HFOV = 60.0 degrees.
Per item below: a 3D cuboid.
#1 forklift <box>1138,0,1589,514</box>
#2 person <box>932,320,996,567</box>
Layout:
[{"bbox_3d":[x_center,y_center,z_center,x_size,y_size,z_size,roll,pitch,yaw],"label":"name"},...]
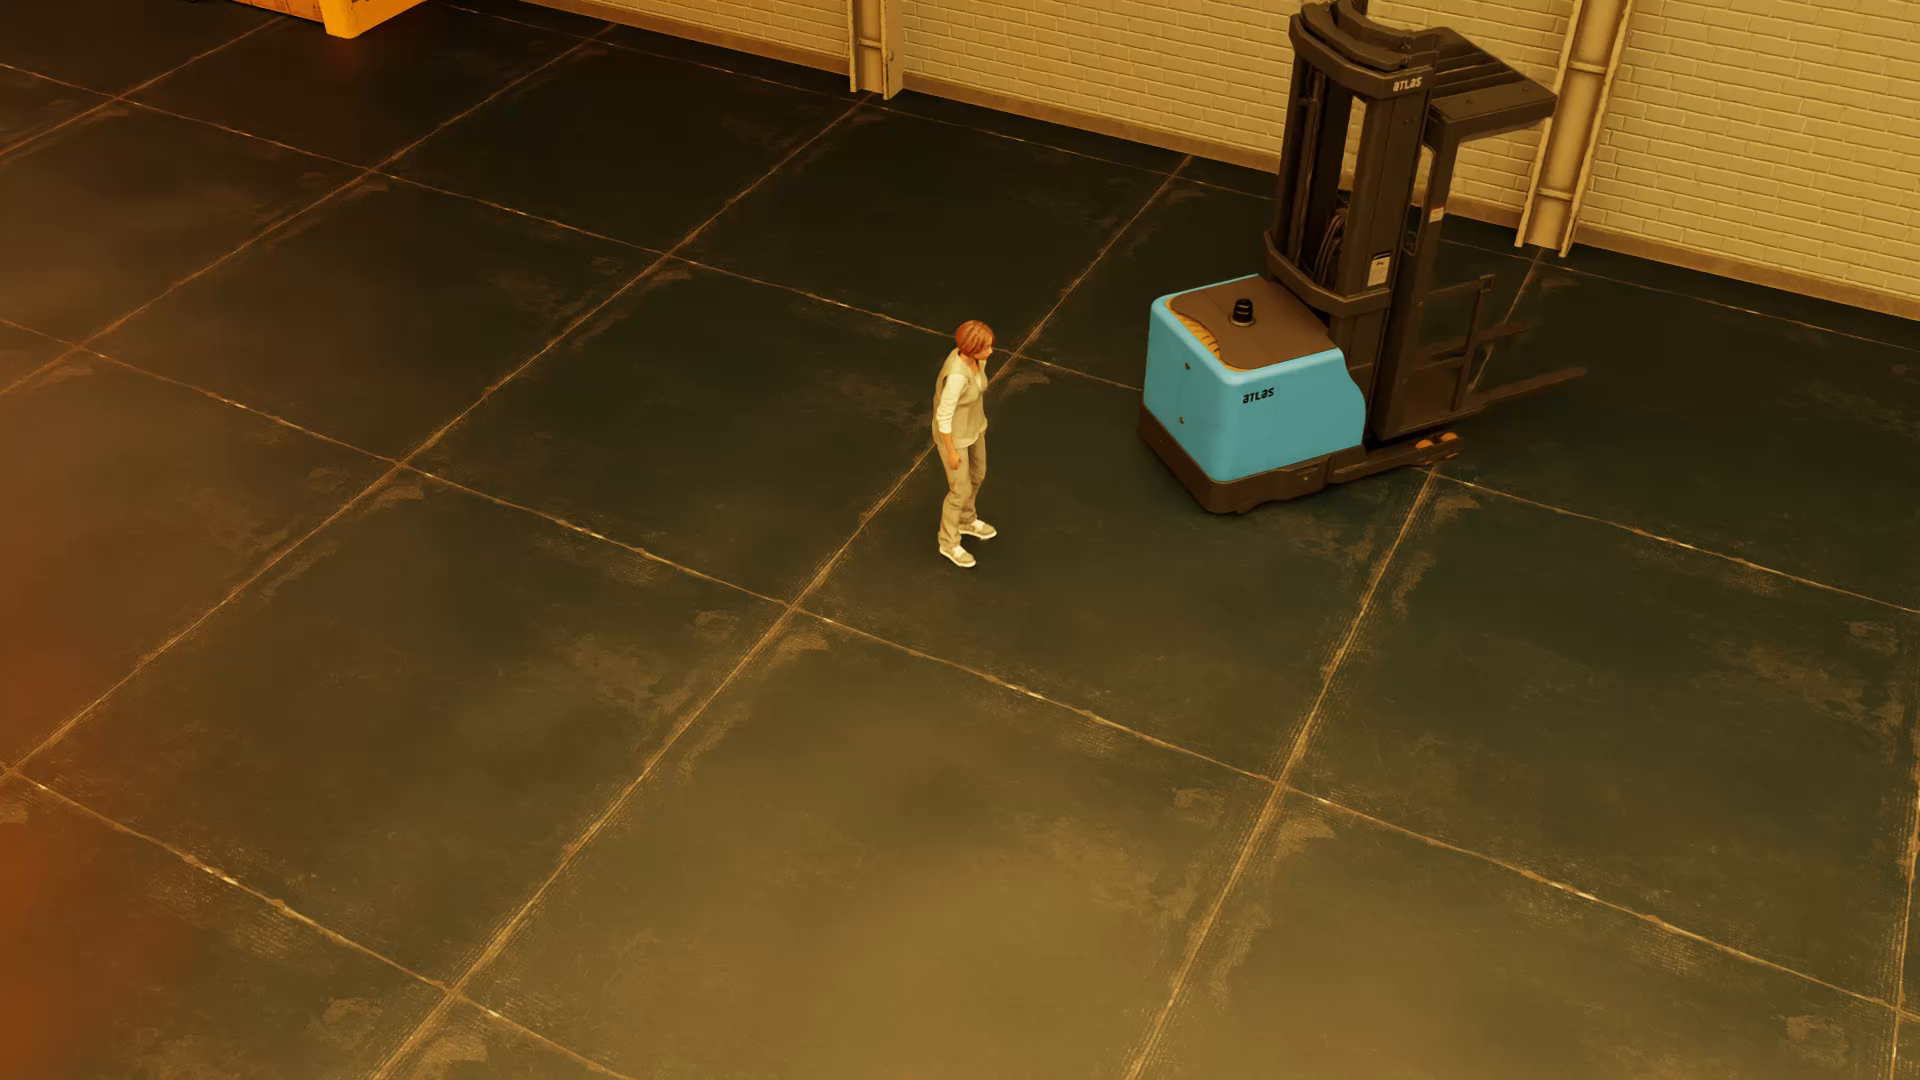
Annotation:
[{"bbox_3d":[2.744,-1.905,10.249,3.031,2.935,1.130,-16,43,-18],"label":"forklift"},{"bbox_3d":[0.021,-0.606,9.746,0.344,1.592,0.467,17,43,19],"label":"person"}]
